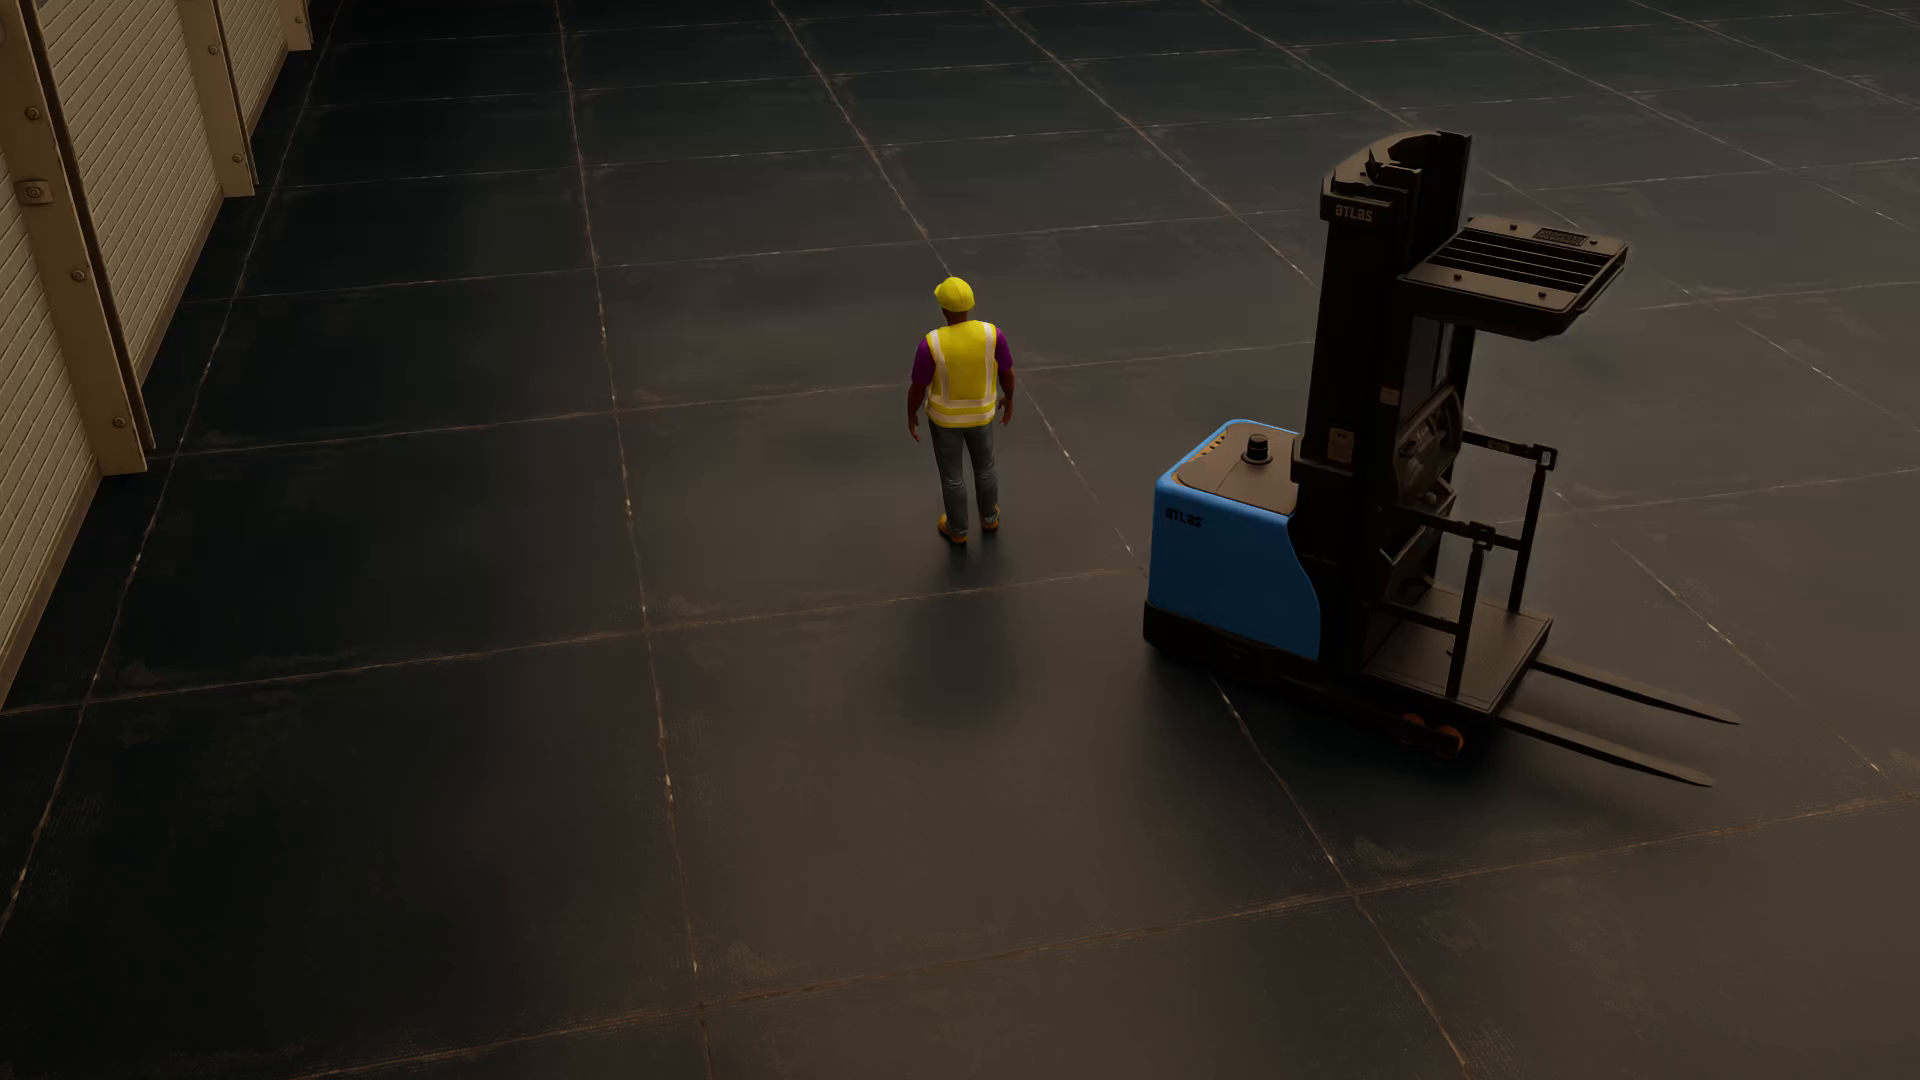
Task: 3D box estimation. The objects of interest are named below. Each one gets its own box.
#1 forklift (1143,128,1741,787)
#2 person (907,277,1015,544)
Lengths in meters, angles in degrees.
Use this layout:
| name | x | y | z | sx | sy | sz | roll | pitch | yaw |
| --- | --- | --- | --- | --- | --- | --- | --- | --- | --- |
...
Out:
| name | x | y | z | sx | sy | sz | roll | pitch | yaw |
| --- | --- | --- | --- | --- | --- | --- | --- | --- | --- |
| forklift | 2.544 | -0.448 | 8.349 | 3.031 | 2.935 | 1.130 | 19 | 35 | 29 |
| person | -0.011 | -0.806 | 10.114 | 0.665 | 1.768 | 0.575 | -7 | 31 | -12 |
